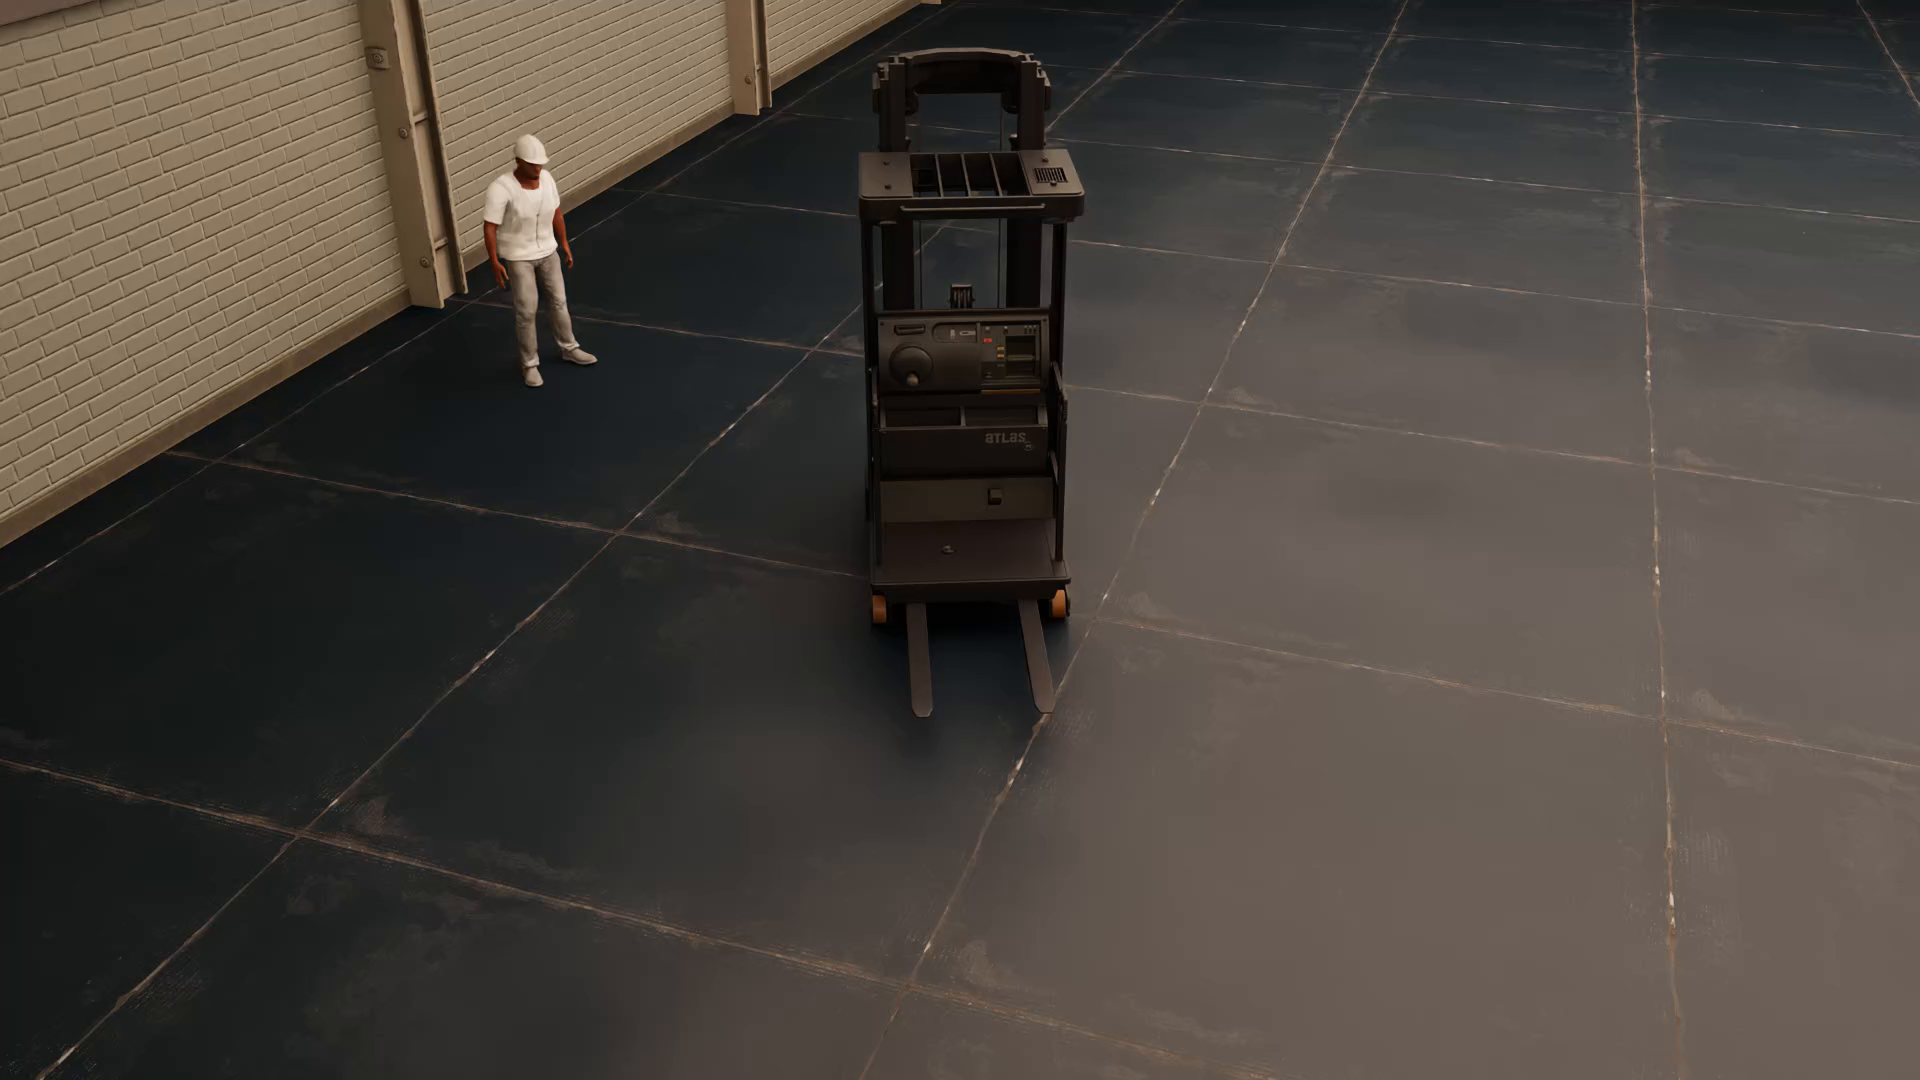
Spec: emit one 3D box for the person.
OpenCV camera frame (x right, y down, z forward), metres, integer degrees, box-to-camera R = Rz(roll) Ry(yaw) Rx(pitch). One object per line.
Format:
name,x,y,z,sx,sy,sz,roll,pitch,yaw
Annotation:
person,-3.034,-2.020,11.860,0.463,1.765,0.678,24,38,36

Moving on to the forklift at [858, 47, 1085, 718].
forklift,0.035,-0.972,8.842,1.130,2.935,3.031,-2,30,-3
